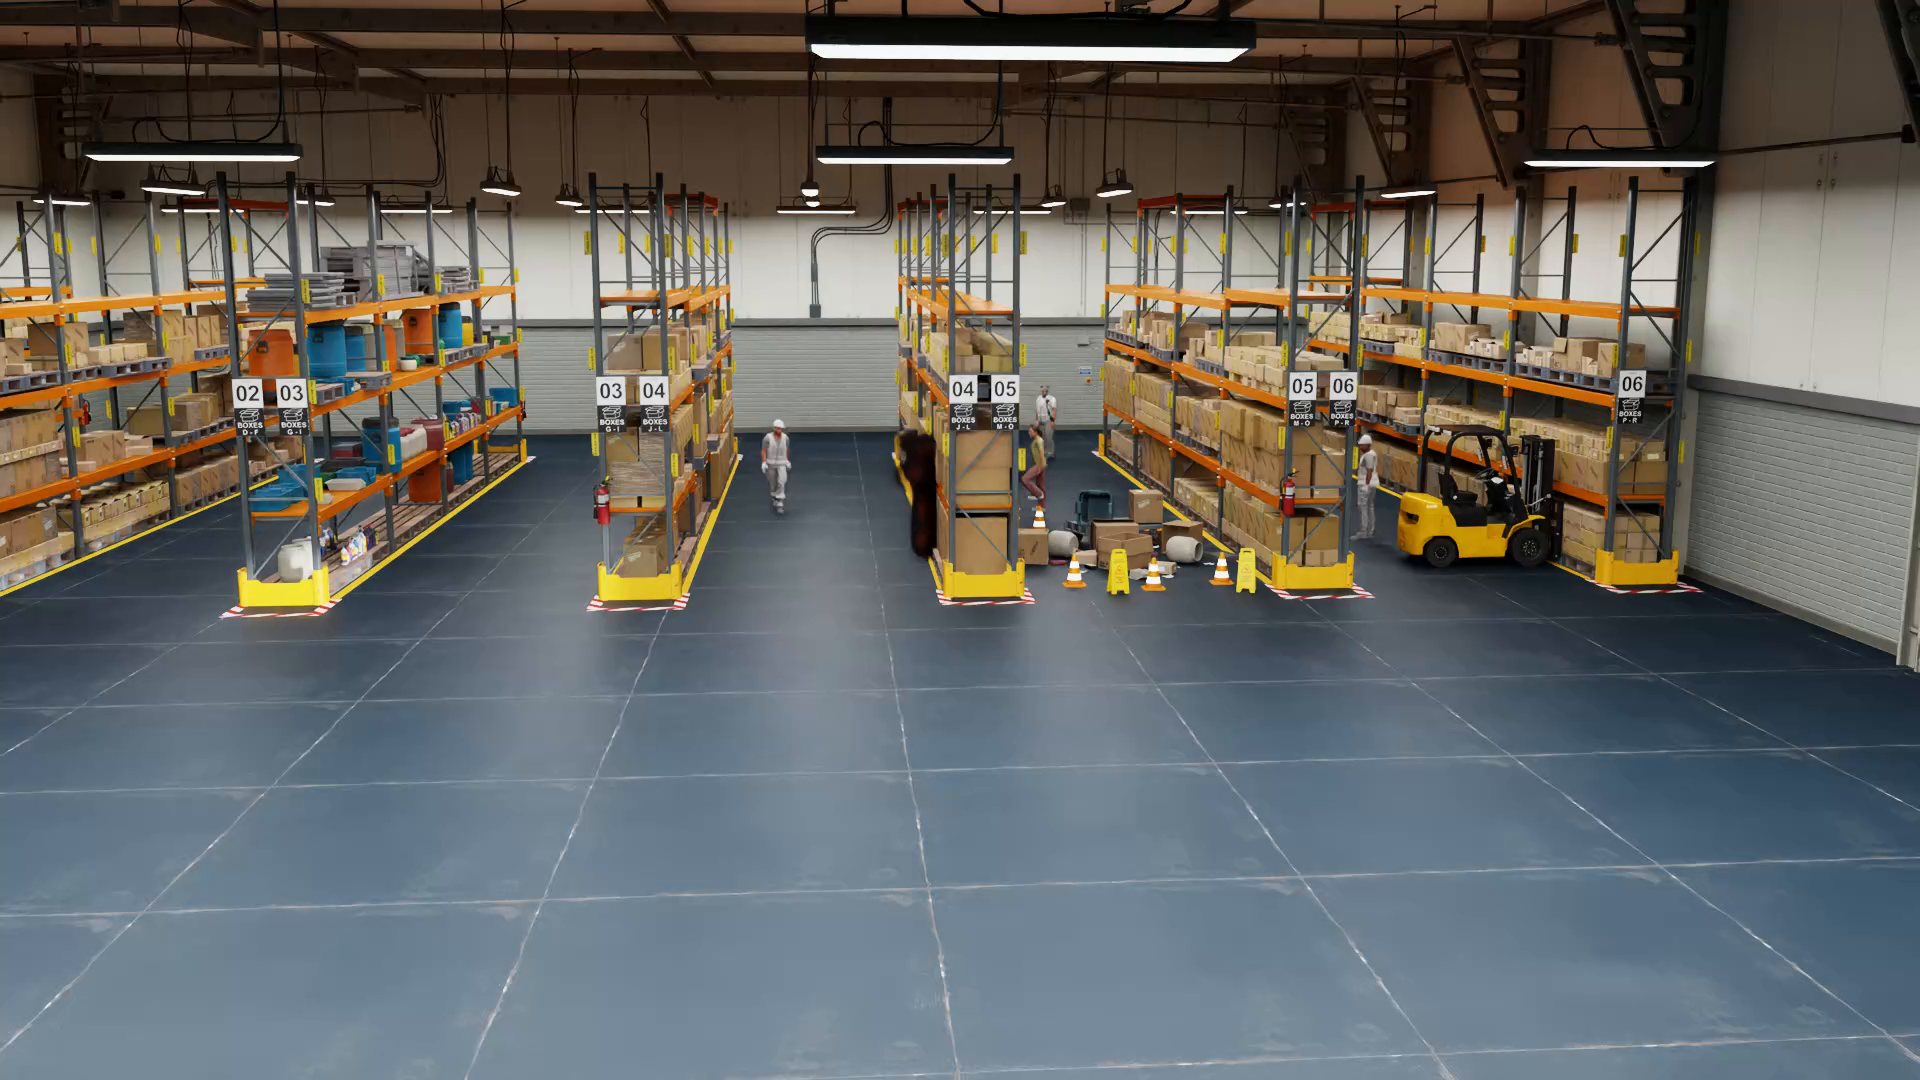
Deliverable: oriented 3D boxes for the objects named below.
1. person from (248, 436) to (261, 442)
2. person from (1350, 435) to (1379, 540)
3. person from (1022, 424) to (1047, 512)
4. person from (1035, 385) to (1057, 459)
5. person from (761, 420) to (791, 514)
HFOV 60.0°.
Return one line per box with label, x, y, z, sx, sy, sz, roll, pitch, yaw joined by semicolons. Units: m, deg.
person;-17.083;-2.880;40.197;0.579;1.612;0.992;0;10;2
person;7.054;-0.924;28.857;0.398;1.799;0.664;8;13;37
person;1.400;-1.238;31.417;0.493;1.434;0.497;0;10;-2
person;2.037;-2.815;39.586;0.405;1.769;0.567;-8;13;-38
person;-3.517;-1.421;31.614;0.516;1.738;0.969;1;10;3
